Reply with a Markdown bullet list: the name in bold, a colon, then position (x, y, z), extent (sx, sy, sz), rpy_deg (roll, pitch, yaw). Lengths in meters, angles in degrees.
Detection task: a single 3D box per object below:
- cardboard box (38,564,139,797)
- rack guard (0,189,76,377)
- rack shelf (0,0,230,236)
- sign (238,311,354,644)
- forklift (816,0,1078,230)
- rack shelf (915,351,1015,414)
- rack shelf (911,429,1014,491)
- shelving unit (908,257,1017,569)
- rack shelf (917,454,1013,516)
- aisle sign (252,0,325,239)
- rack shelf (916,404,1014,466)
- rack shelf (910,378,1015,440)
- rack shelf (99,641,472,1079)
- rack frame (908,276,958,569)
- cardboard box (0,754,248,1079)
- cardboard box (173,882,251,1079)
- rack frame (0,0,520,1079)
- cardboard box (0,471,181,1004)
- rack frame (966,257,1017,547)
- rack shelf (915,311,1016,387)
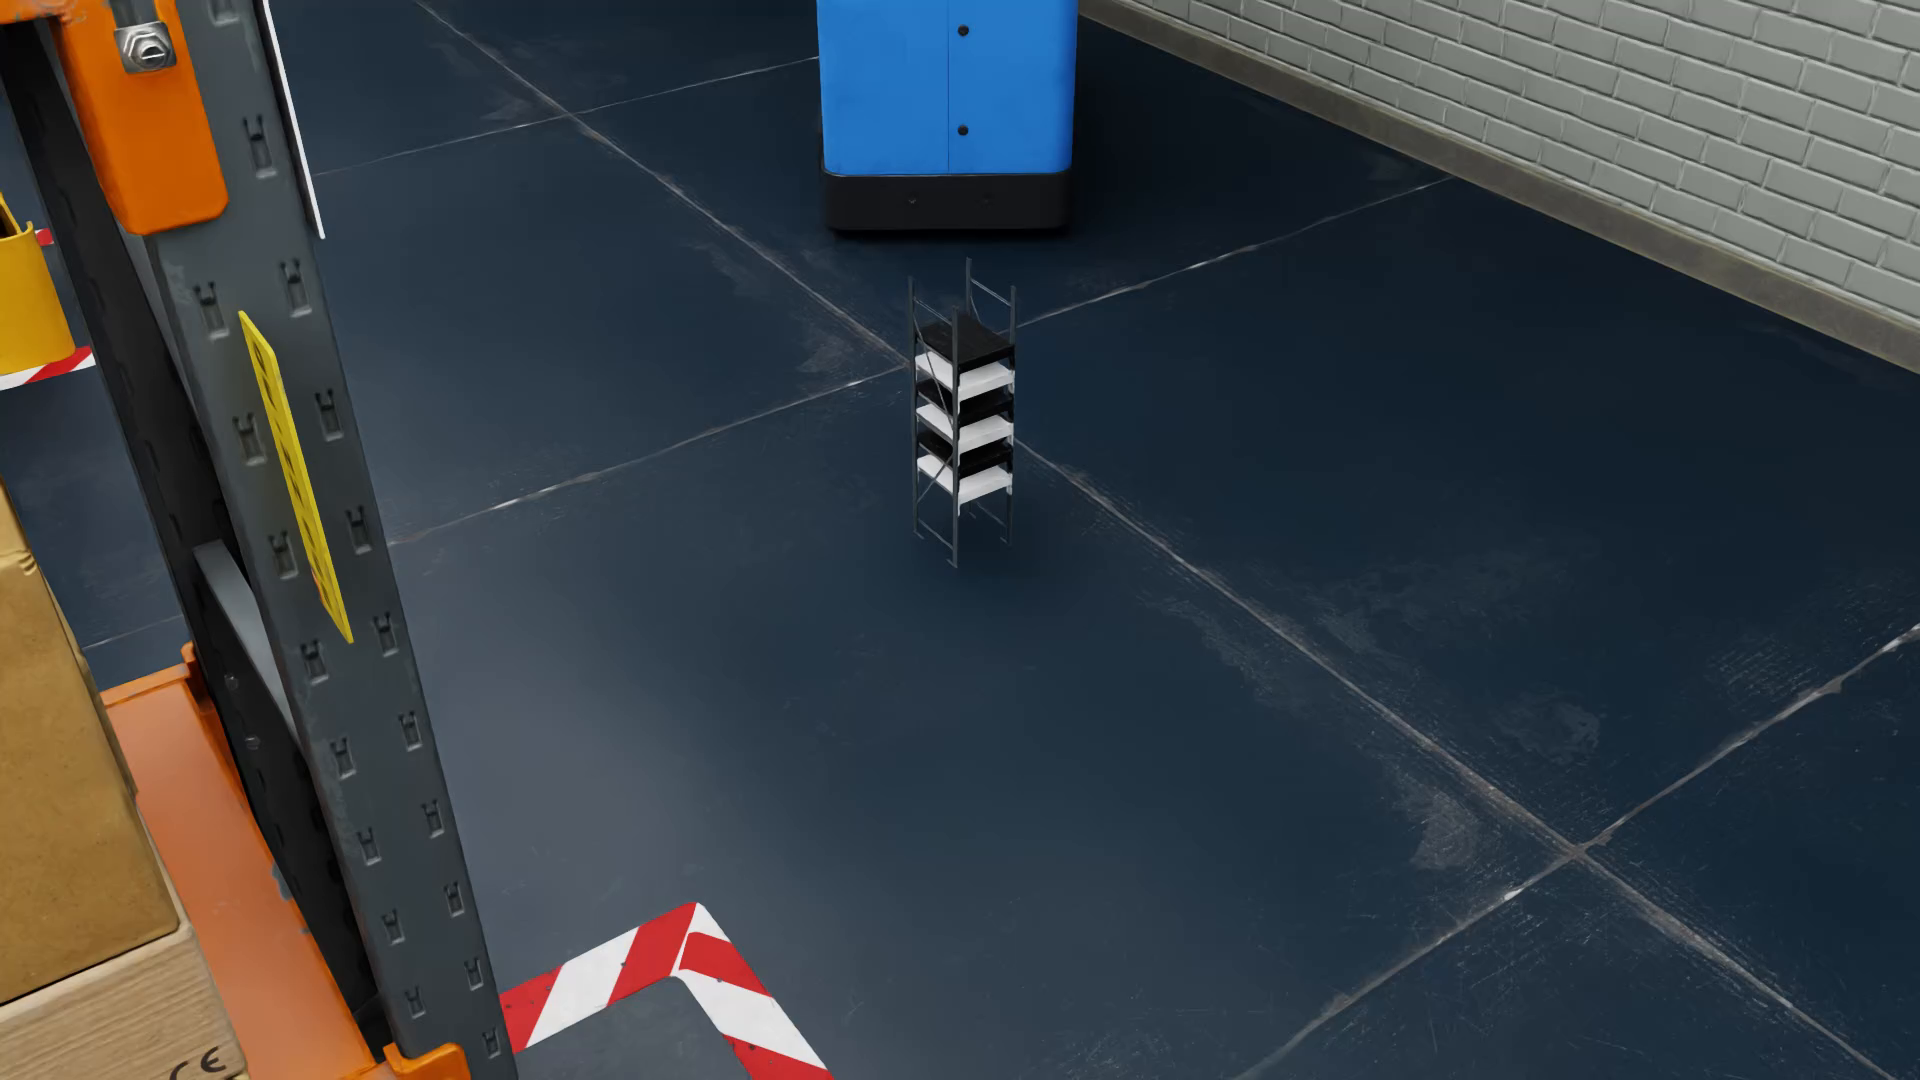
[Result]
- **cardboard box**: position (-1.471, 0.222, 2.246), extent (0.500, 0.250, 0.500), rpy_deg (-24, 42, -29)
- **rack guard**: position (-3.764, -1.114, 6.371), extent (0.348, 0.500, 1.175), rpy_deg (-22, 41, -28)
- **rack shelf**: position (-2.558, -0.004, 0.733), extent (4.000, 0.370, 1.077), rpy_deg (-22, 41, -28)
- **sign**: position (-0.622, -0.053, 1.560), extent (0.005, 0.325, 0.100), rpy_deg (-22, 41, -28)
- **forklift**: position (-0.078, -3.309, 7.341), extent (1.130, 2.935, 3.031), rpy_deg (-1, 36, -1)
- **rack shelf**: position (0.007, -0.487, 4.905), extent (0.200, 0.077, 0.258), rpy_deg (-22, 41, -28)
- **rack shelf**: position (0.007, -0.268, 5.063), extent (0.200, 0.077, 0.258), rpy_deg (-22, 41, -28)
- **shelving unit**: position (0.007, -0.368, 4.991), extent (0.210, 0.900, 0.258), rpy_deg (-22, 41, -28)
- **rack shelf**: position (0.007, -0.195, 5.116), extent (0.200, 0.077, 0.258), rpy_deg (-22, 41, -28)
- **aisle sign**: position (-0.691, -0.687, 1.410), extent (0.004, 0.787, 0.394), rpy_deg (-22, 41, -28)
- **rack shelf**: position (0.007, -0.341, 5.011), extent (0.200, 0.077, 0.258), rpy_deg (-22, 41, -28)
- **rack shelf**: position (0.007, -0.414, 4.958), extent (0.200, 0.077, 0.258), rpy_deg (-22, 41, -28)
- **rack shelf**: position (-2.558, 1.214, 1.609), extent (4.000, 0.370, 1.077), rpy_deg (-22, 41, -28)
- **rack frame**: position (-0.076, -0.334, 4.943), extent (0.006, 0.900, 0.240), rpy_deg (-22, 41, -28)
- **cardboard box**: position (-1.166, 0.479, 1.888), extent (0.500, 0.250, 0.500), rpy_deg (-23, 42, -29)
- **cardboard box**: position (-1.024, 0.628, 2.022), extent (0.250, 0.149, 0.380), rpy_deg (-22, 41, -27)
- **rack frame**: position (-0.921, 0.251, 2.332), extent (0.053, 2.616, 0.949), rpy_deg (-22, 41, -28)
- **cardboard box**: position (-1.170, 0.174, 1.670), extent (0.500, 0.500, 0.500), rpy_deg (-22, 41, -27)
- **rack frame**: position (0.090, -0.402, 5.039), extent (0.006, 0.900, 0.240), rpy_deg (-22, 41, -28)
- **rack shelf**: position (0.007, -0.560, 4.853), extent (0.200, 0.077, 0.258), rpy_deg (-22, 41, -28)
